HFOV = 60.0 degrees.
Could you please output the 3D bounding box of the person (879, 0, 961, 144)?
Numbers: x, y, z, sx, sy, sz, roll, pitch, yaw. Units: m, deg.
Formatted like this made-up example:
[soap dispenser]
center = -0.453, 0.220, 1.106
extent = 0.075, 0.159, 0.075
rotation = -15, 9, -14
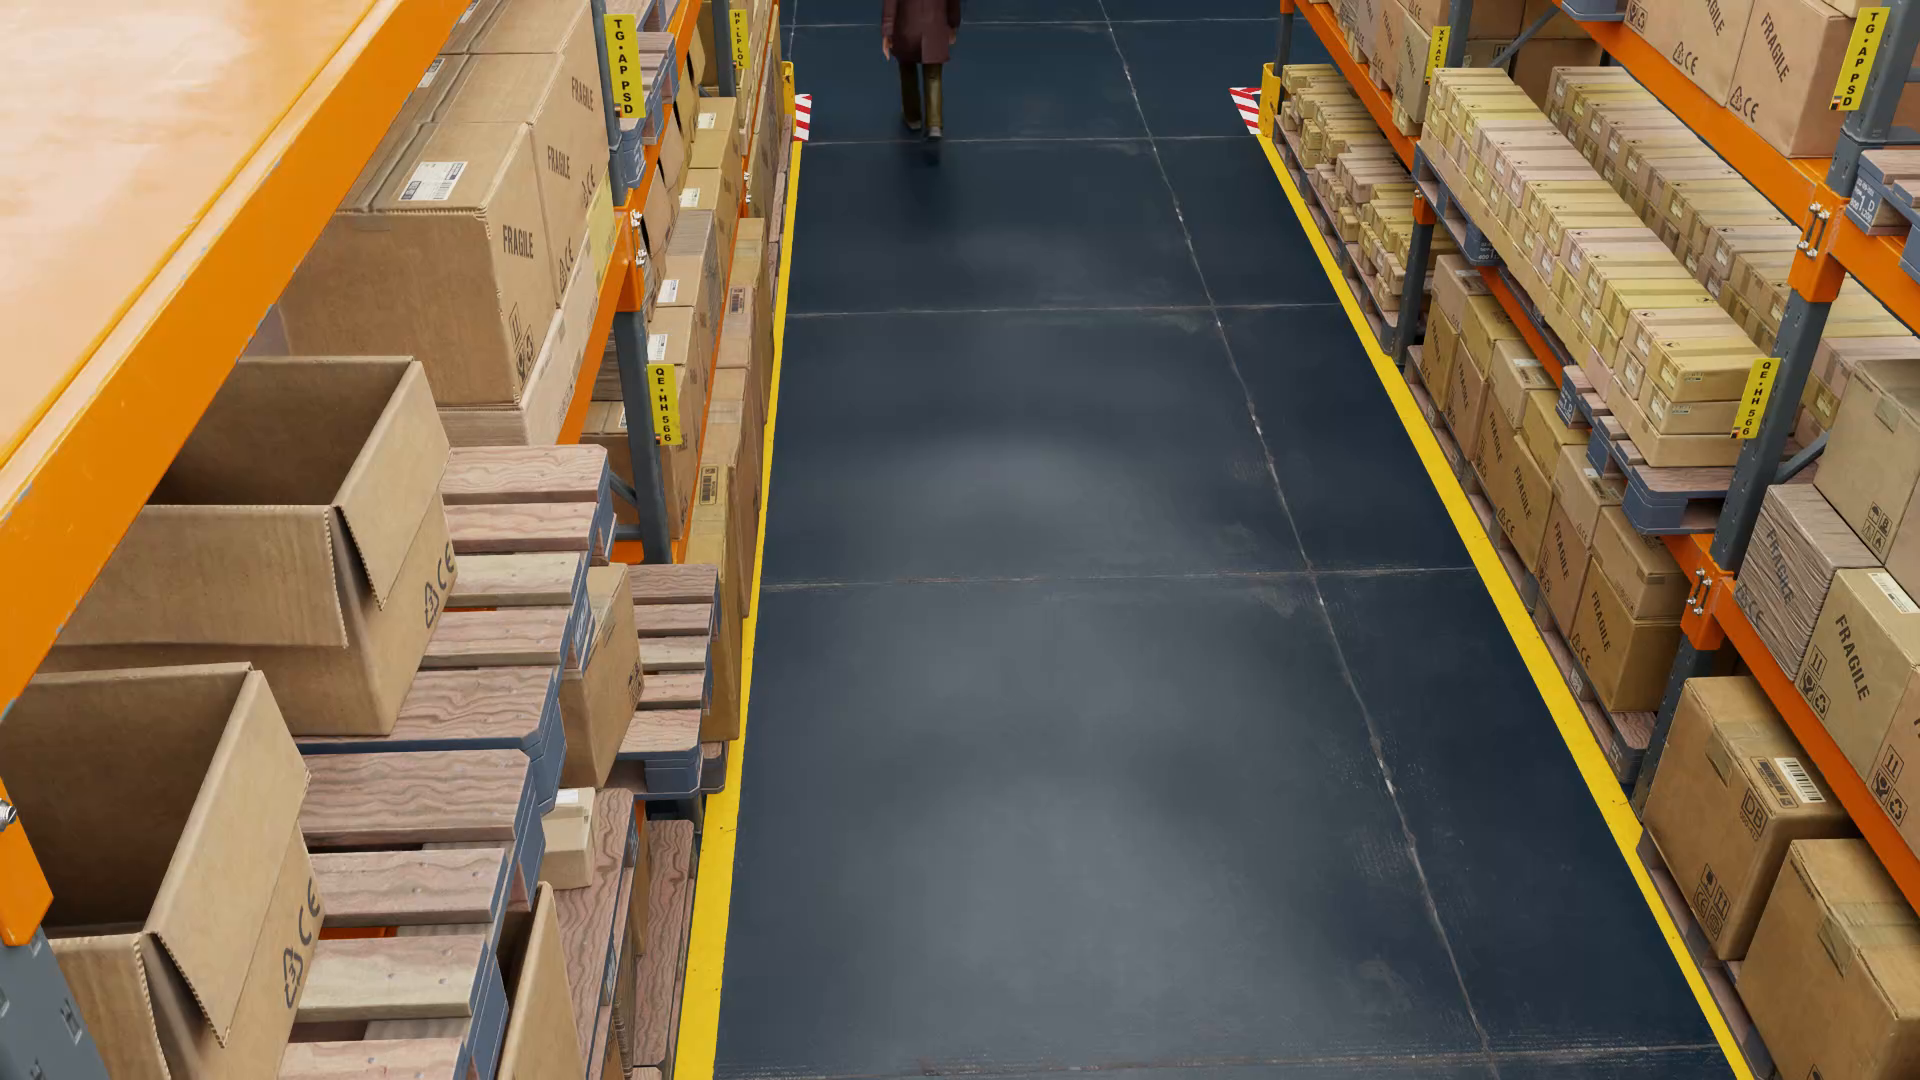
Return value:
[person]
center = -0.306, -3.966, 12.925
extent = 0.656, 1.740, 1.054
rotation = -4, 35, -6
